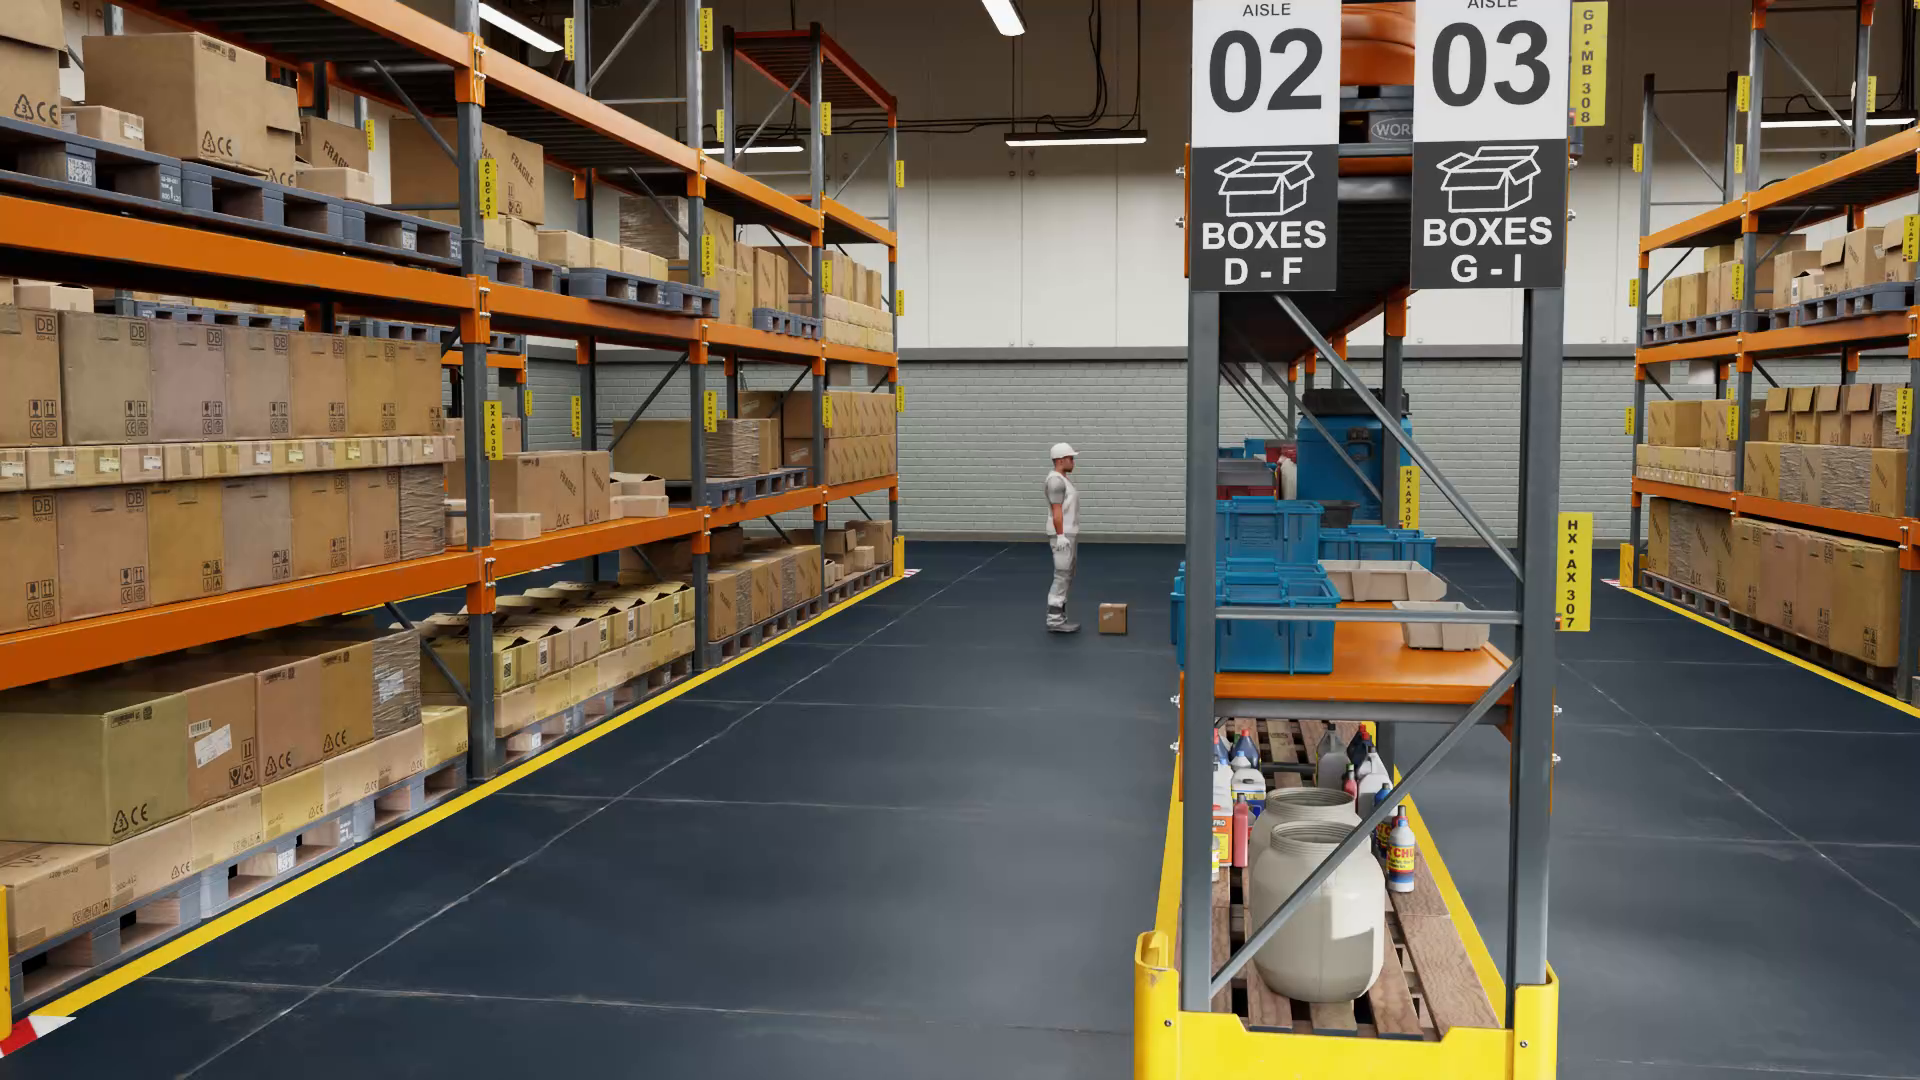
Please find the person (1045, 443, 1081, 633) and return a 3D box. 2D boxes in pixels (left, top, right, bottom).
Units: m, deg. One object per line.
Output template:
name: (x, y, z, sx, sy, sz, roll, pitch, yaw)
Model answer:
person: (0.979, -0.026, 15.795, 0.338, 1.786, 0.525, 1, 4, 10)
